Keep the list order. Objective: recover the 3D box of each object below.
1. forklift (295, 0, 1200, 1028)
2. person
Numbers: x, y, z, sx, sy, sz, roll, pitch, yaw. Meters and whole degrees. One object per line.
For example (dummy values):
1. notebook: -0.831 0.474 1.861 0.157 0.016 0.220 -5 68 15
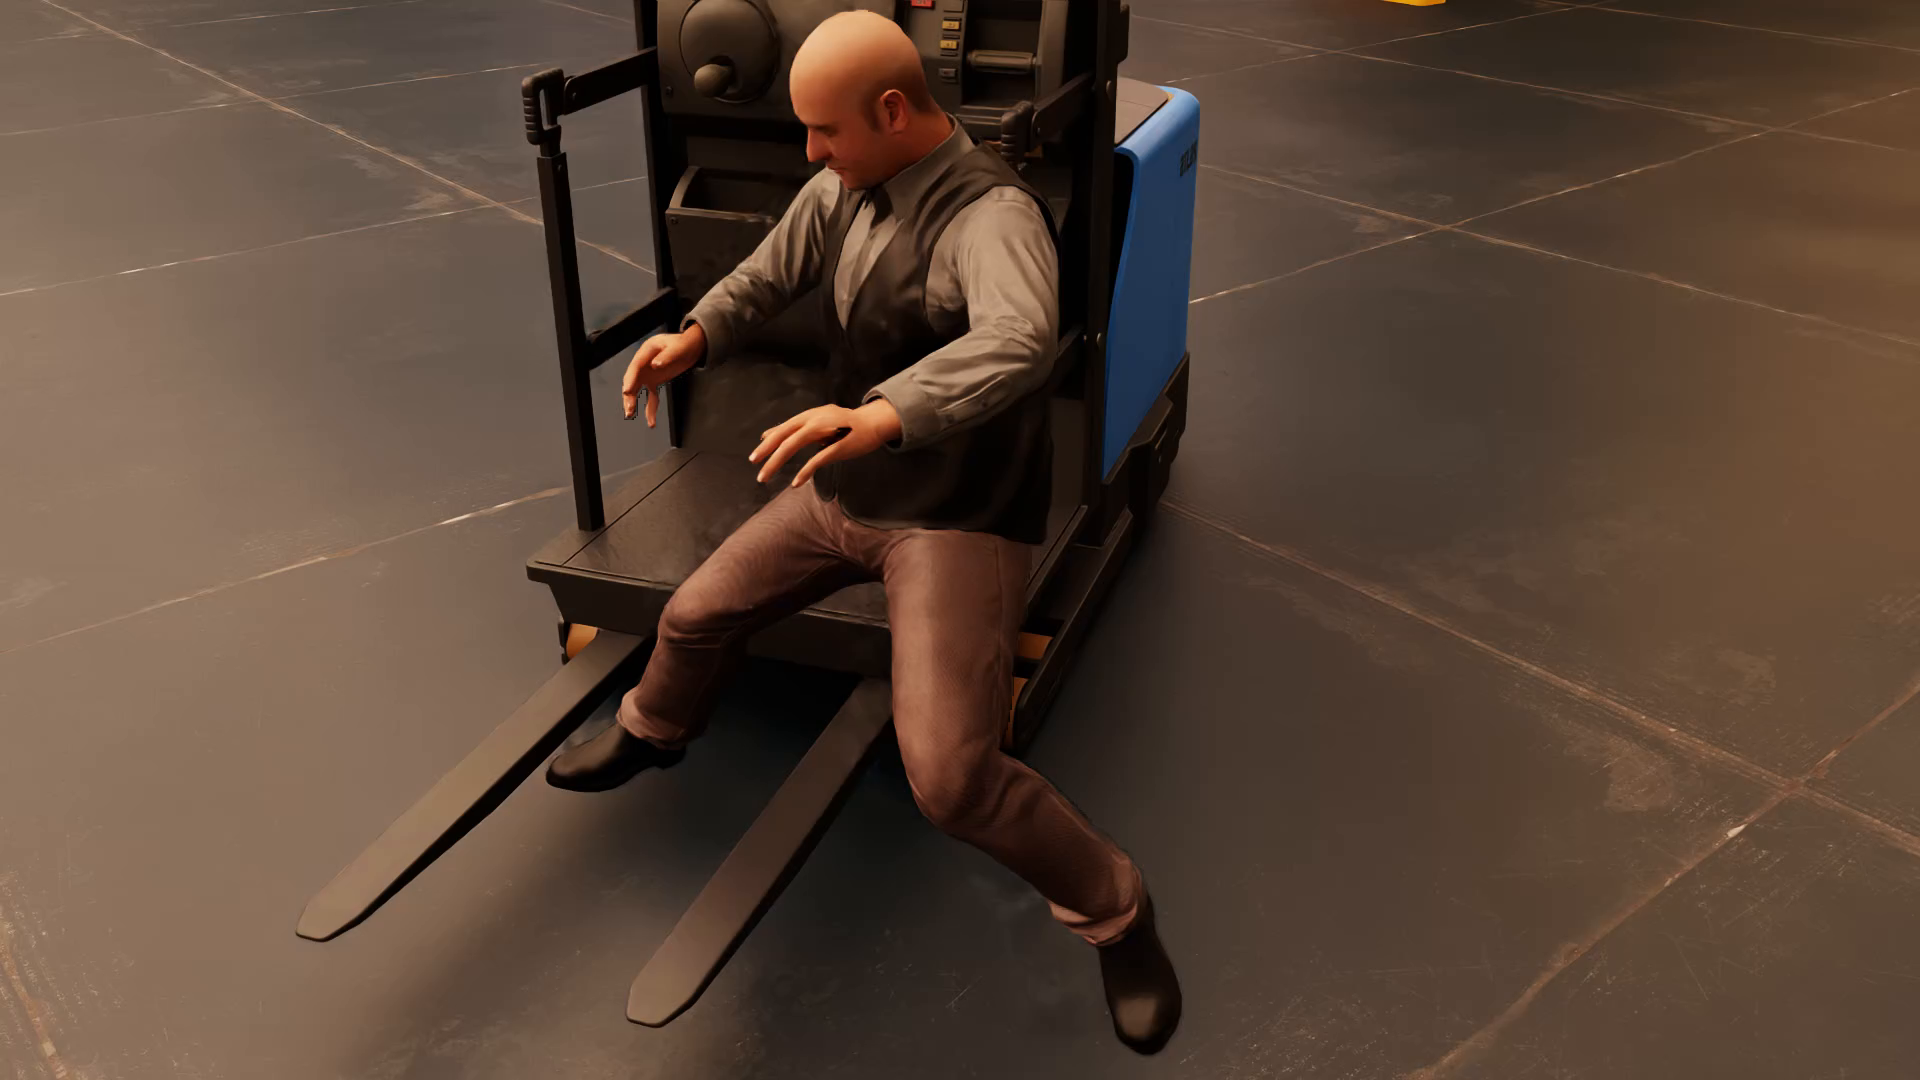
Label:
1. forklift: -0.279 -1.061 3.342 1.130 2.935 3.031 9 28 17
2. person: -0.192 -0.045 2.649 0.745 1.518 1.238 -16 30 -28
